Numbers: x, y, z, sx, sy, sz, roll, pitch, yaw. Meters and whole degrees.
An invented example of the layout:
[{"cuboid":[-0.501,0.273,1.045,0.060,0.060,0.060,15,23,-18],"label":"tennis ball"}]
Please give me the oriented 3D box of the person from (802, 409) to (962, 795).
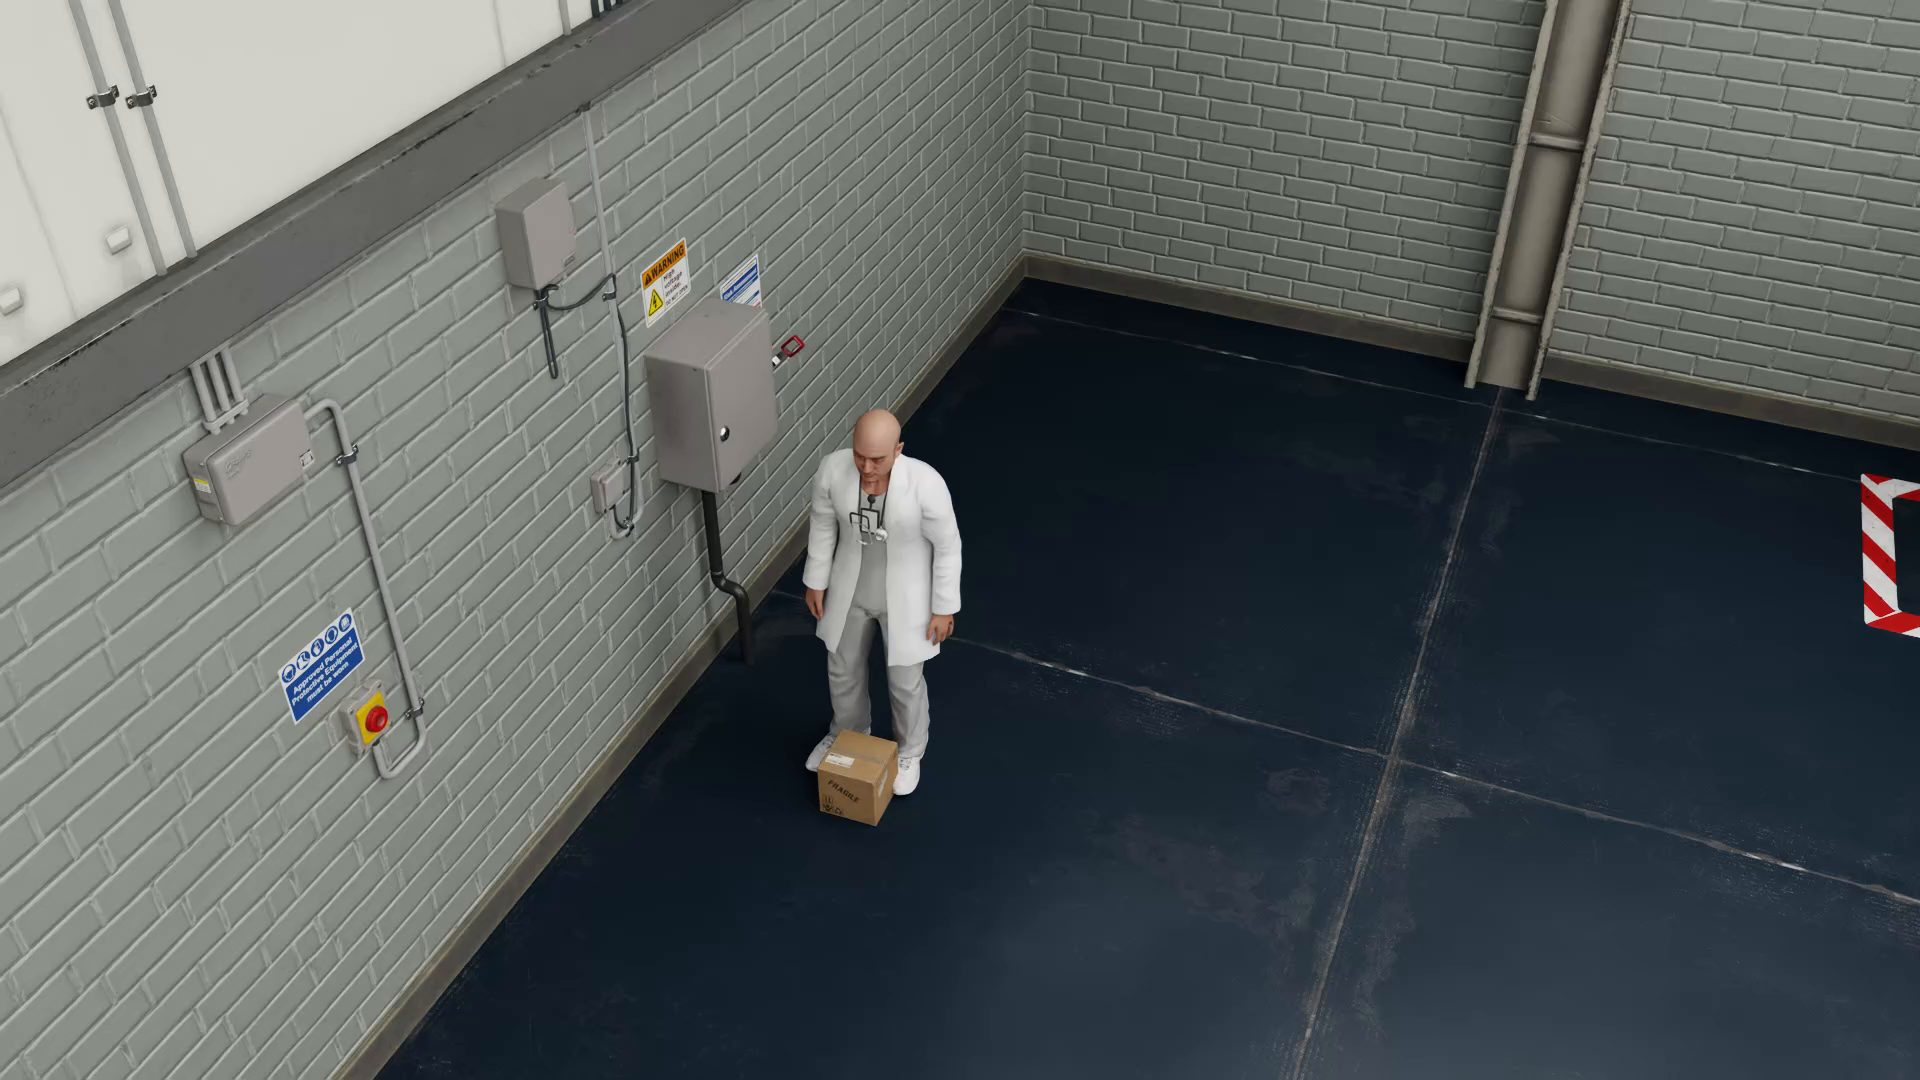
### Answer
[{"cuboid":[-0.309,0.224,6.536,0.652,1.773,0.427,12,39,15],"label":"person"}]
